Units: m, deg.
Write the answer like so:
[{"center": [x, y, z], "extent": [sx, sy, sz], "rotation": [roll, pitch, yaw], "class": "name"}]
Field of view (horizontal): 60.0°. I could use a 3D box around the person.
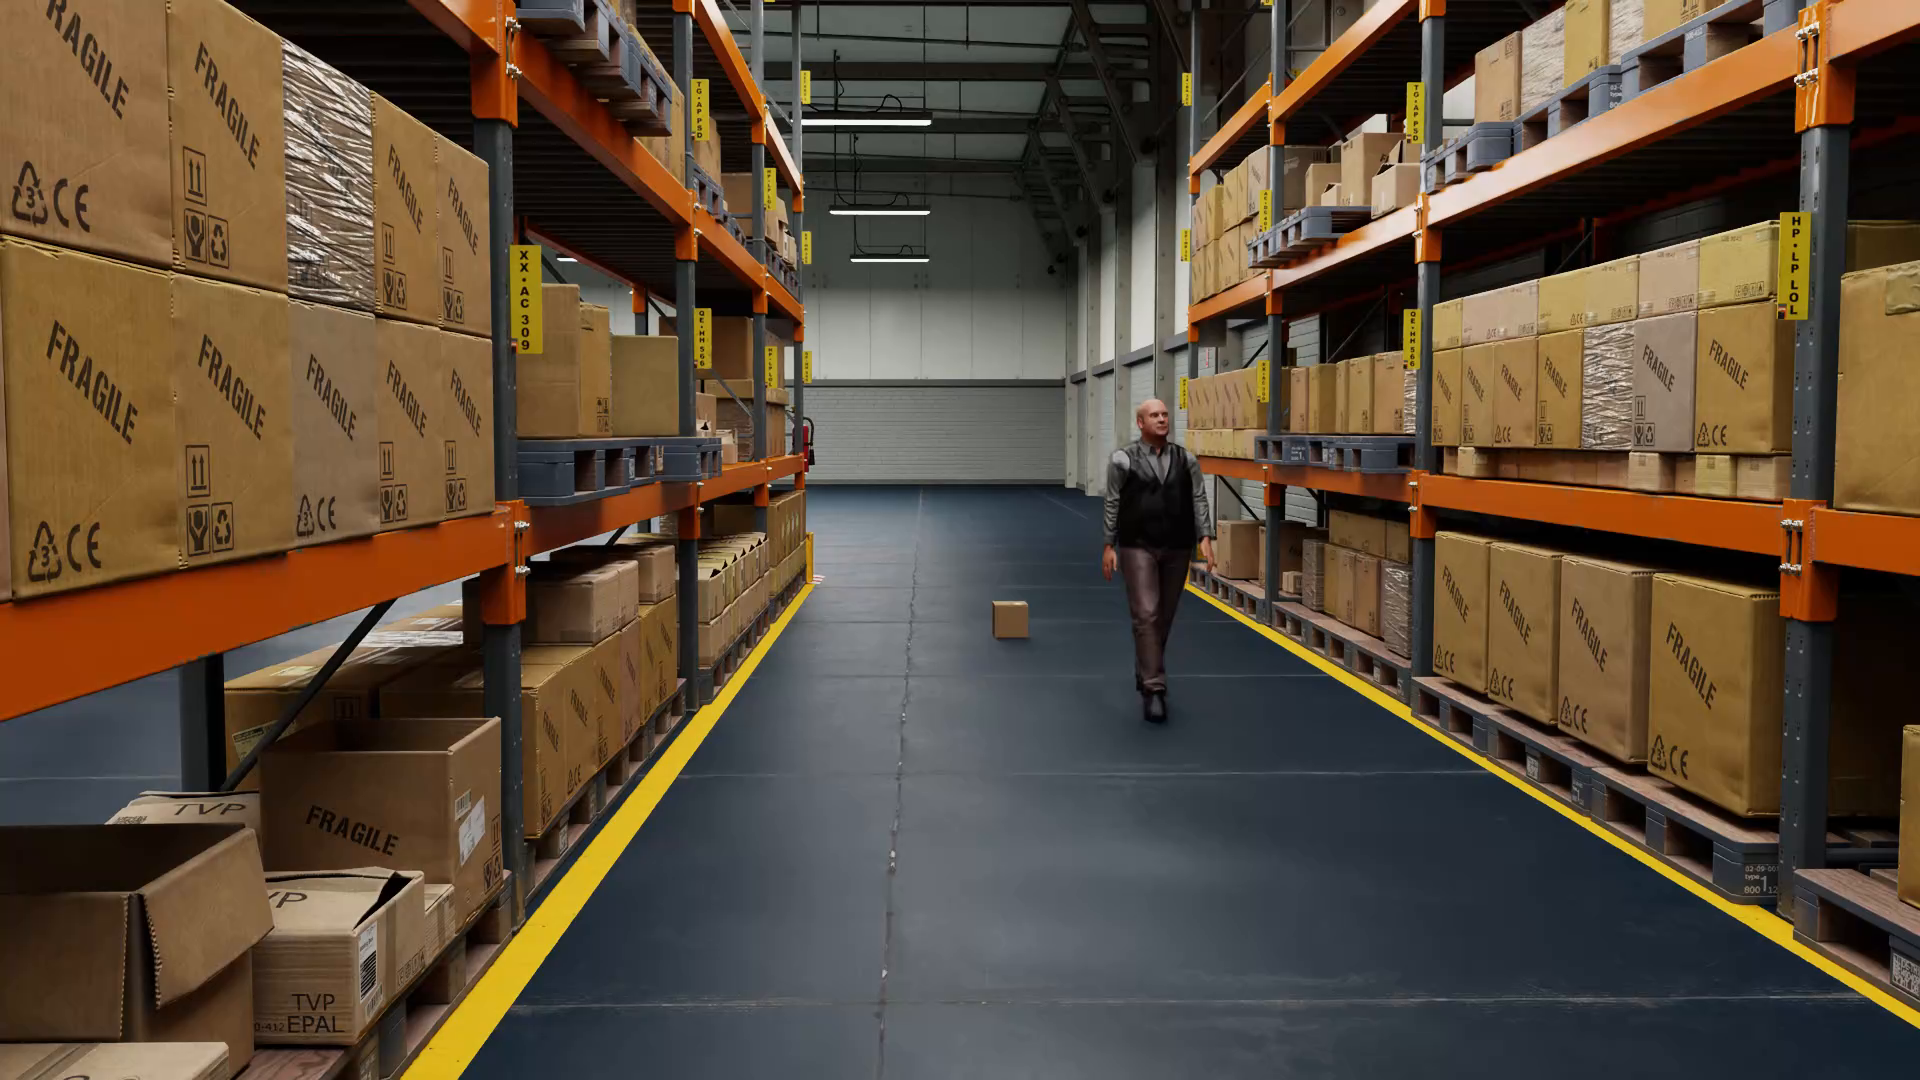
[{"center": [1.117, 0.076, 9.166], "extent": [0.572, 1.708, 0.881], "rotation": [-1, 4, -13], "class": "person"}]
